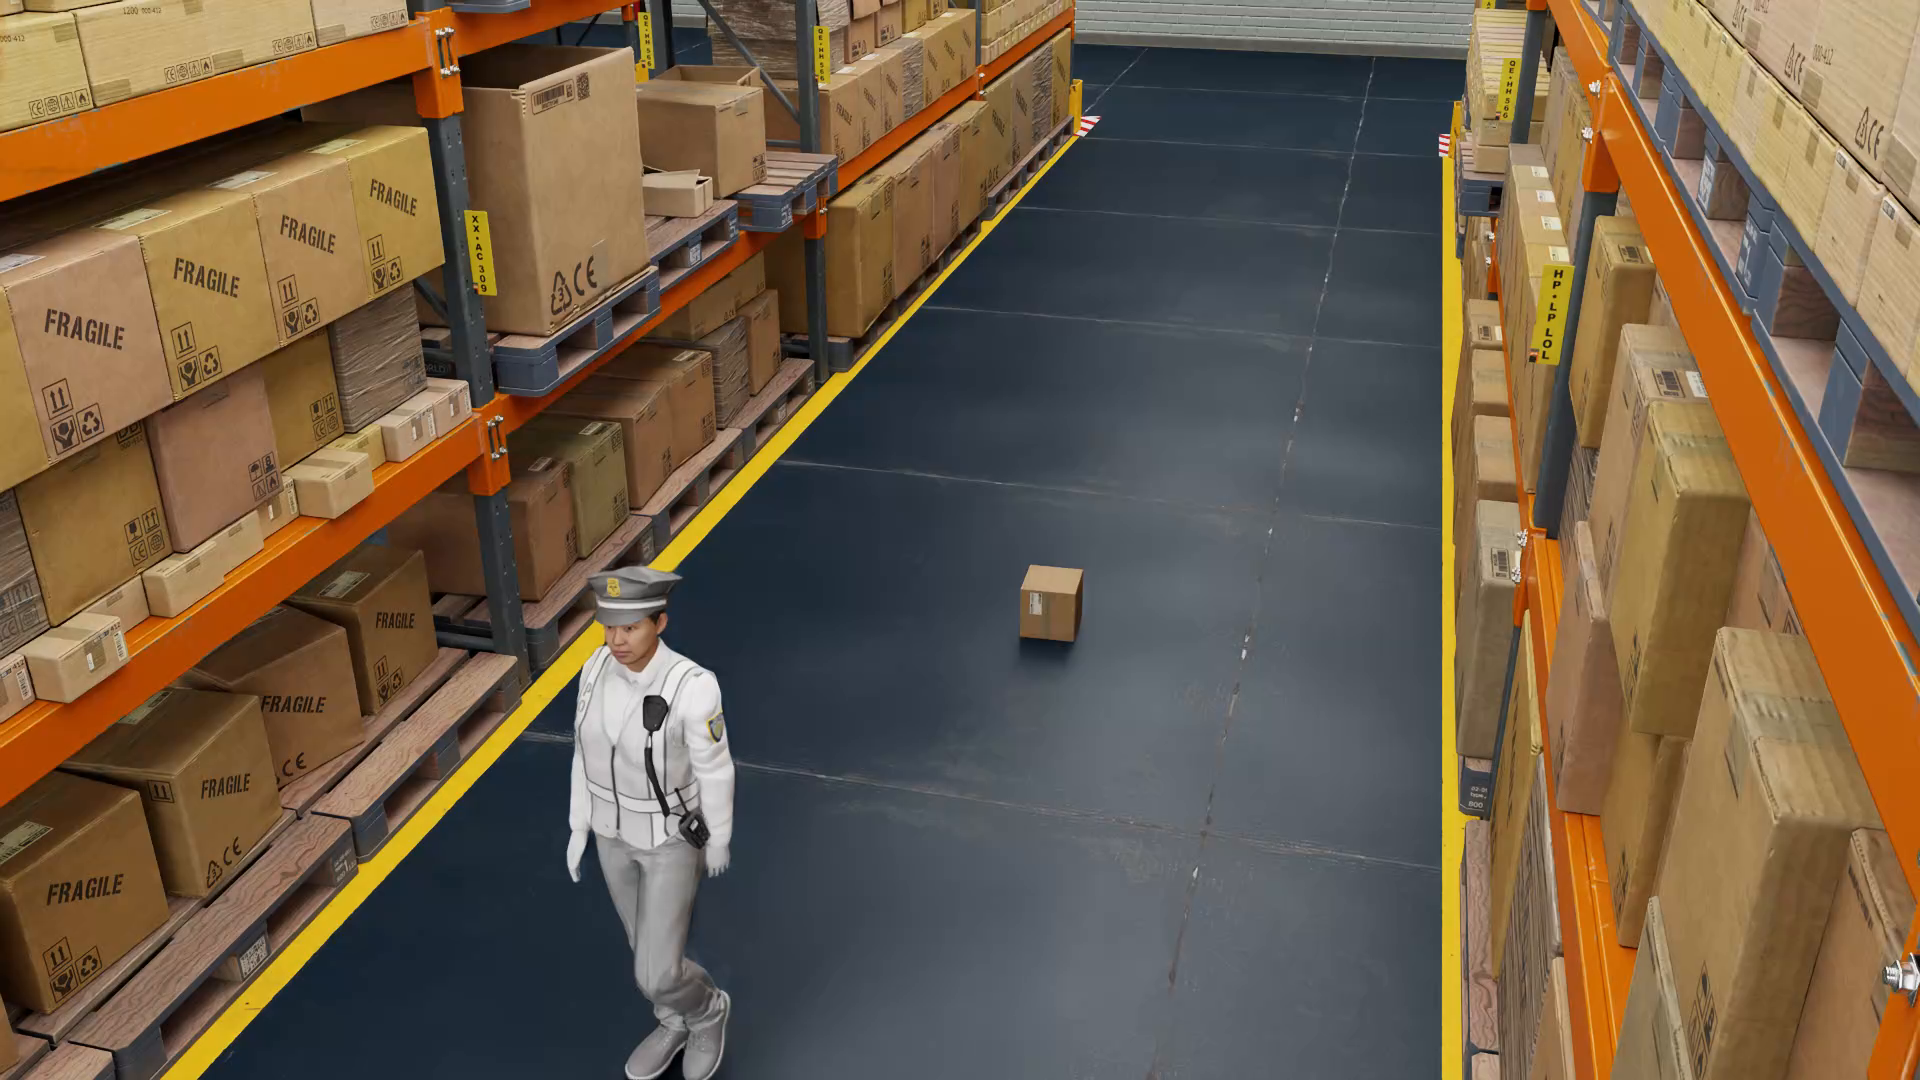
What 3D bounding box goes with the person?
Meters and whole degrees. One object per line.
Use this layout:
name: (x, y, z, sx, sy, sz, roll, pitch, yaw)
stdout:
person: (-0.902, 0.858, 4.739, 0.484, 1.700, 0.436, 13, 28, 25)
